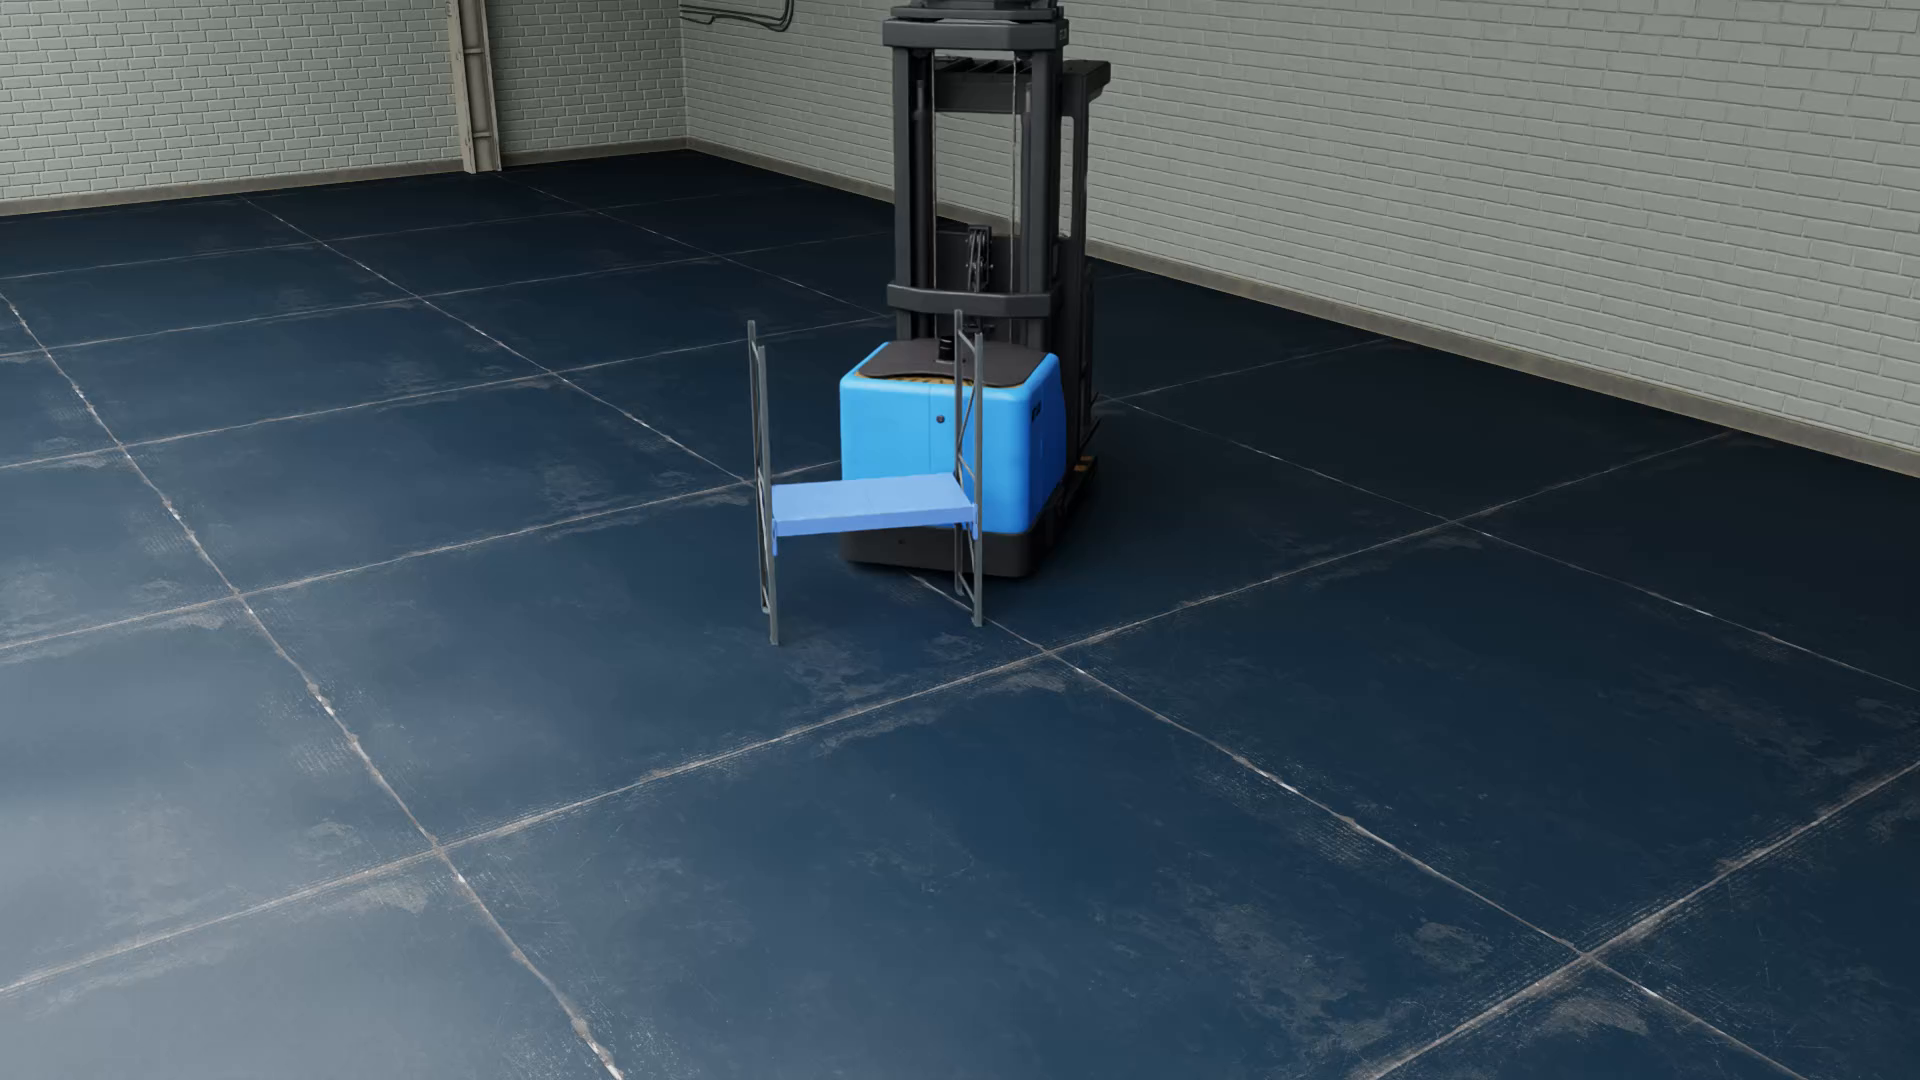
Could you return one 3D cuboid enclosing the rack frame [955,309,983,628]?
[{"bbox_3d":[0.041,-0.349,8.249,0.032,1.500,0.500,-5,22,-11],"label":"rack frame"}]

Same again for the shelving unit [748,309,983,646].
[{"bbox_3d":[-0.456,-0.310,8.149,1.048,1.500,0.538,-5,22,-11],"label":"shelving unit"}]

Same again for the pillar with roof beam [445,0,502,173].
[{"bbox_3d":[-3.574,-7.599,16.298,0.400,9.000,9.100,-15,26,-33],"label":"pillar with roof beam"}]

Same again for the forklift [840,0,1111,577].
[{"bbox_3d":[0.231,-1.683,9.658,1.130,2.935,3.031,6,22,14],"label":"forklift"}]

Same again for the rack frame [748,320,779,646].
[{"bbox_3d":[-0.953,-0.270,8.049,0.032,1.500,0.500,-5,22,-11],"label":"rack frame"}]

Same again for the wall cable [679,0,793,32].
[{"bbox_3d":[-2.924,-7.692,20.721,0.112,2.526,3.097,-15,26,-33],"label":"wall cable"}]

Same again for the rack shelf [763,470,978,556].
[{"bbox_3d":[-0.456,-0.143,8.215,1.000,0.185,0.538,-5,22,-11],"label":"rack shelf"}]
